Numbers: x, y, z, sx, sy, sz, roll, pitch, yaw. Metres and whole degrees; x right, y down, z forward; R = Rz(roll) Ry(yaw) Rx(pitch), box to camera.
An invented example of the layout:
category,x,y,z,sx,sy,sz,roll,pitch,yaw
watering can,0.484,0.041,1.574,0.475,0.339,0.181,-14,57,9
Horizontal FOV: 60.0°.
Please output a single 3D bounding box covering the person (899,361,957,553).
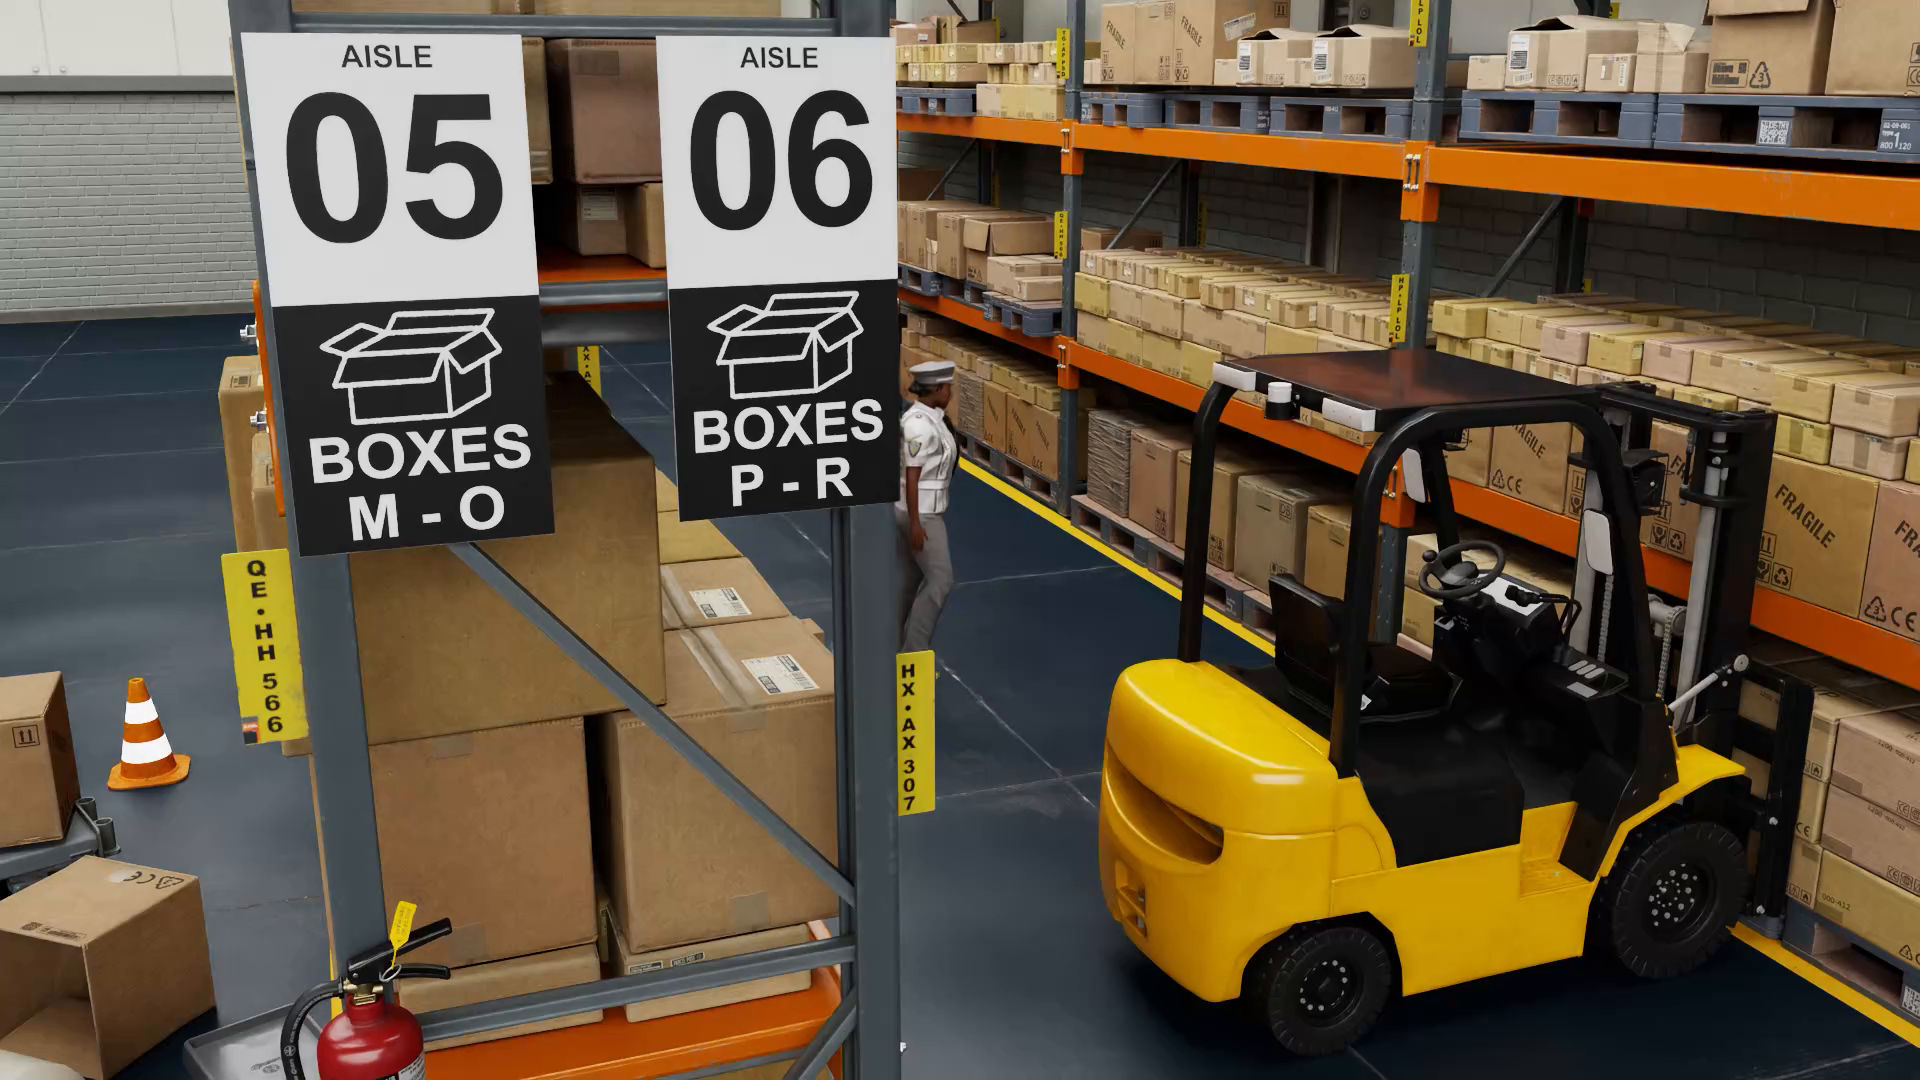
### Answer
category,x,y,z,sx,sy,sz,roll,pitch,yaw
person,-0.175,-0.455,8.892,0.313,0.995,0.515,2,16,6
